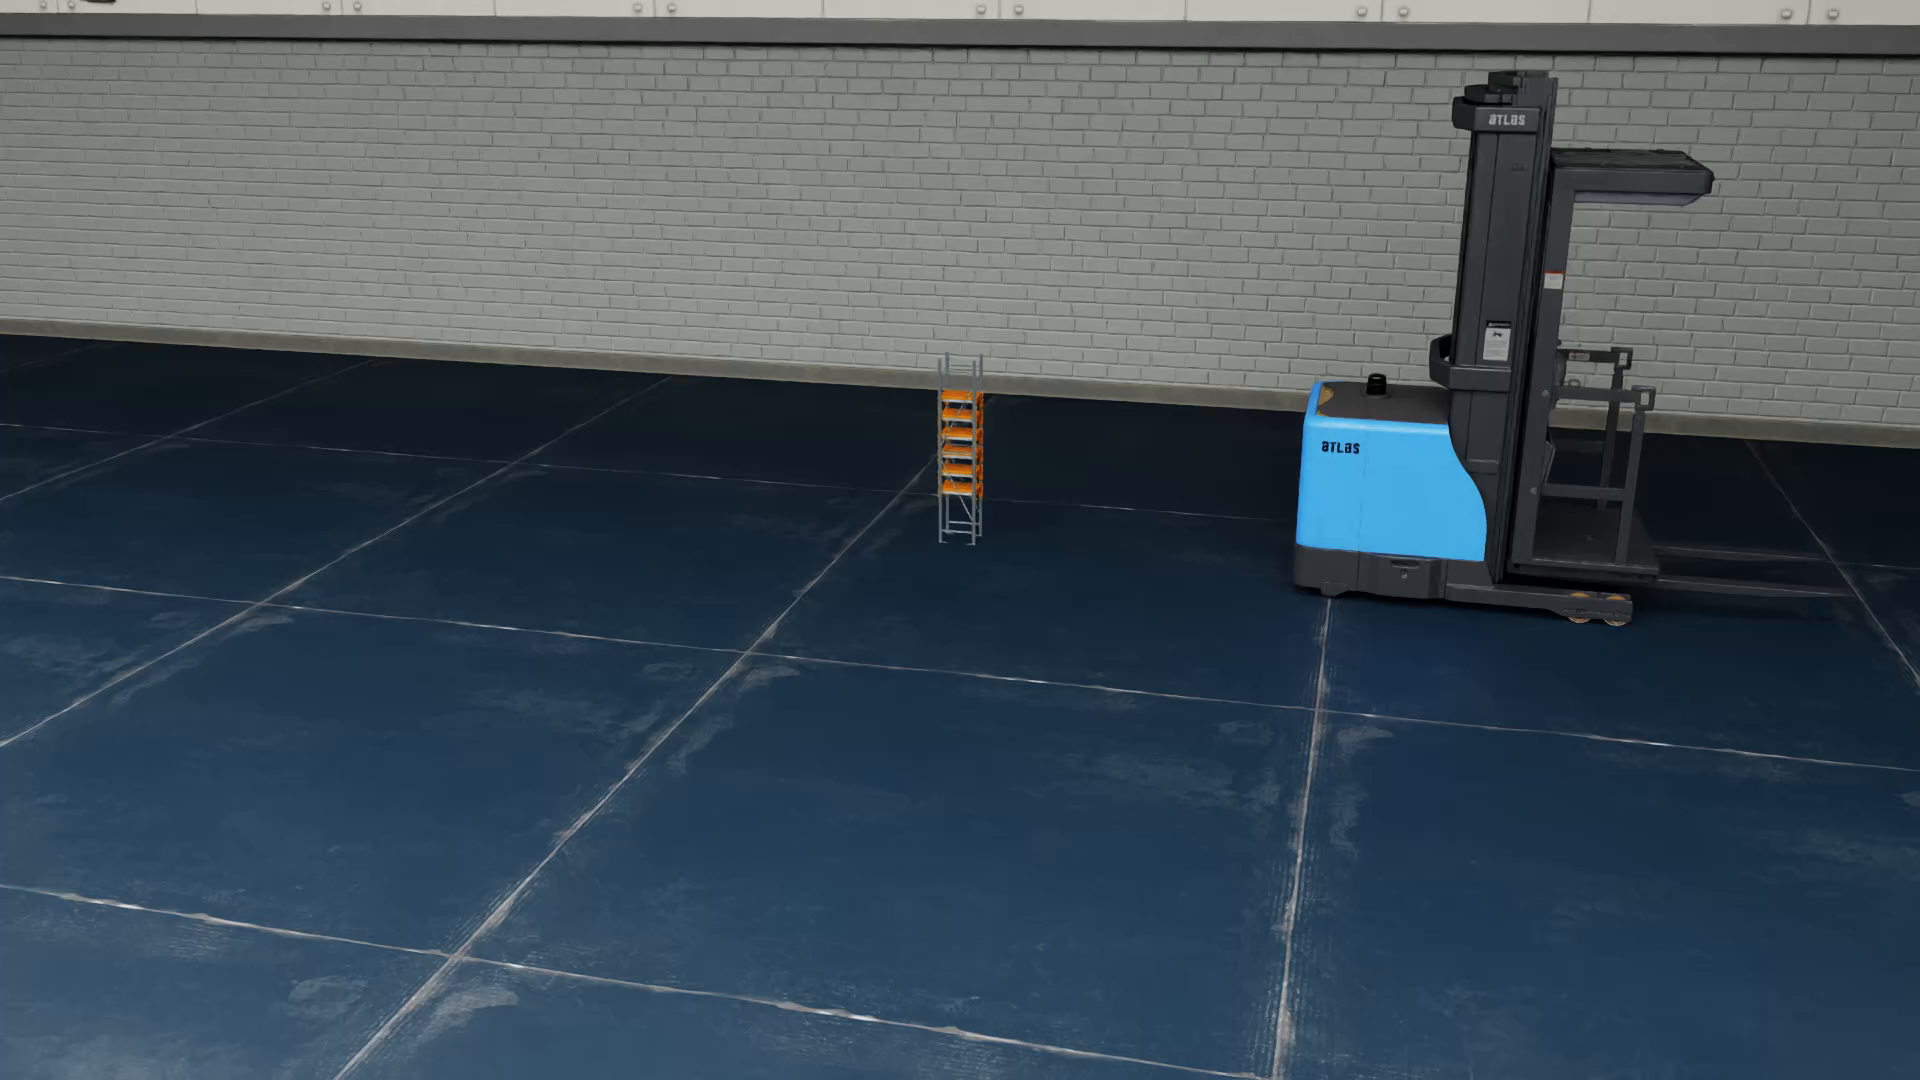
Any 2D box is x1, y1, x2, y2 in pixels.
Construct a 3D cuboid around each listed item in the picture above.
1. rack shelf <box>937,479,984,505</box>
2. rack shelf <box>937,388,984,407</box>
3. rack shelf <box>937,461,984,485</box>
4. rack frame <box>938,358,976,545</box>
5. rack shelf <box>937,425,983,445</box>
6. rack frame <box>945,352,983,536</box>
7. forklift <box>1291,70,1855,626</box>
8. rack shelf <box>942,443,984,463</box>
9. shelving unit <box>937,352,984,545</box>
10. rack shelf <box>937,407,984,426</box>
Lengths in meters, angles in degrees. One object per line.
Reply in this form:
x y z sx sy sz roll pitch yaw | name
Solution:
0.004 -0.303 10.599 0.258 0.103 0.180 5 19 13 | rack shelf
0.004 -0.871 10.405 0.258 0.103 0.180 5 19 13 | rack shelf
0.004 -0.417 10.560 0.258 0.103 0.180 5 19 13 | rack shelf
-0.019 -0.544 10.423 0.240 1.200 0.006 5 19 13 | rack frame
0.004 -0.644 10.482 0.258 0.103 0.180 5 19 13 | rack shelf
0.026 -0.601 10.591 0.240 1.200 0.006 5 19 13 | rack frame
3.517 -1.096 9.363 3.031 2.935 1.130 5 19 14 | forklift
0.004 -0.530 10.521 0.258 0.103 0.180 5 19 13 | rack shelf
0.004 -0.572 10.507 0.258 1.200 0.189 5 19 13 | shelving unit
0.004 -0.757 10.444 0.258 0.103 0.180 5 19 13 | rack shelf
